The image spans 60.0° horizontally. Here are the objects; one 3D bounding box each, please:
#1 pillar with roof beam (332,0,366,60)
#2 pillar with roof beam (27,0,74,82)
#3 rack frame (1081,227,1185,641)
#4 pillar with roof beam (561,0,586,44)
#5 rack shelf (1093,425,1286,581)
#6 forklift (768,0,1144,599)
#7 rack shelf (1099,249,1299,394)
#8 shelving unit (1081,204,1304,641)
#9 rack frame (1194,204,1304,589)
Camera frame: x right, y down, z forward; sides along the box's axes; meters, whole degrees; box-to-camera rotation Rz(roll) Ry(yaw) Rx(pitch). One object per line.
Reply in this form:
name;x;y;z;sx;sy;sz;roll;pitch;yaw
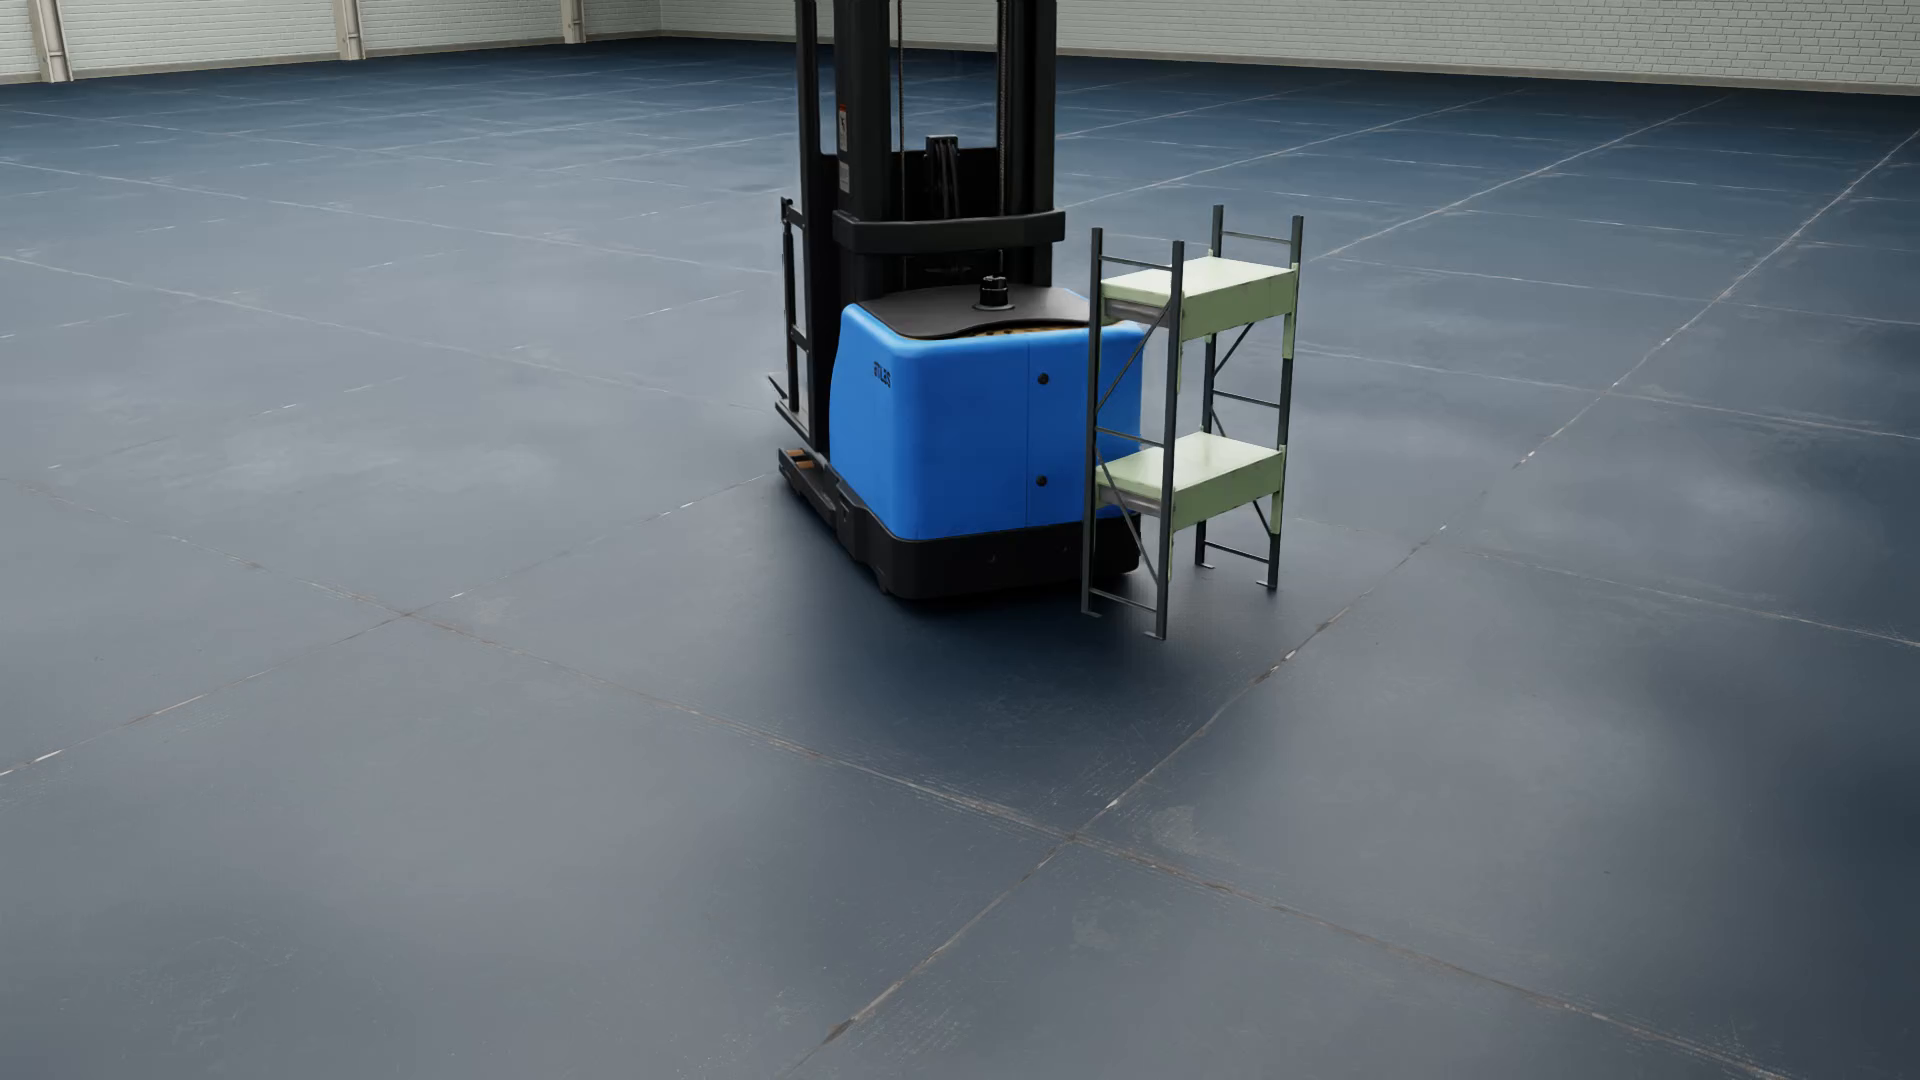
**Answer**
pillar with roof beam;-8.586;-12.994;29.423;9.100;9.000;0.400;13;24;32
pillar with roof beam;-11.959;-11.273;24.769;9.100;9.000;0.400;13;24;32
rack frame;0.624;-0.374;6.115;0.400;1.500;0.023;19;27;41
pillar with roof beam;-5.213;-14.716;34.077;9.100;9.000;0.400;13;24;32
rack shelf;0.880;-0.159;6.473;0.431;0.370;0.720;19;27;41
forklift;-0.232;-1.622;7.425;1.130;2.935;3.031;-7;21;-18
rack shelf;0.880;-0.831;6.225;0.431;0.370;0.720;19;27;41
shelving unit;0.880;-0.465;6.360;0.431;1.500;0.755;19;27;41
rack frame;1.136;-0.556;6.606;0.400;1.500;0.023;19;27;41
